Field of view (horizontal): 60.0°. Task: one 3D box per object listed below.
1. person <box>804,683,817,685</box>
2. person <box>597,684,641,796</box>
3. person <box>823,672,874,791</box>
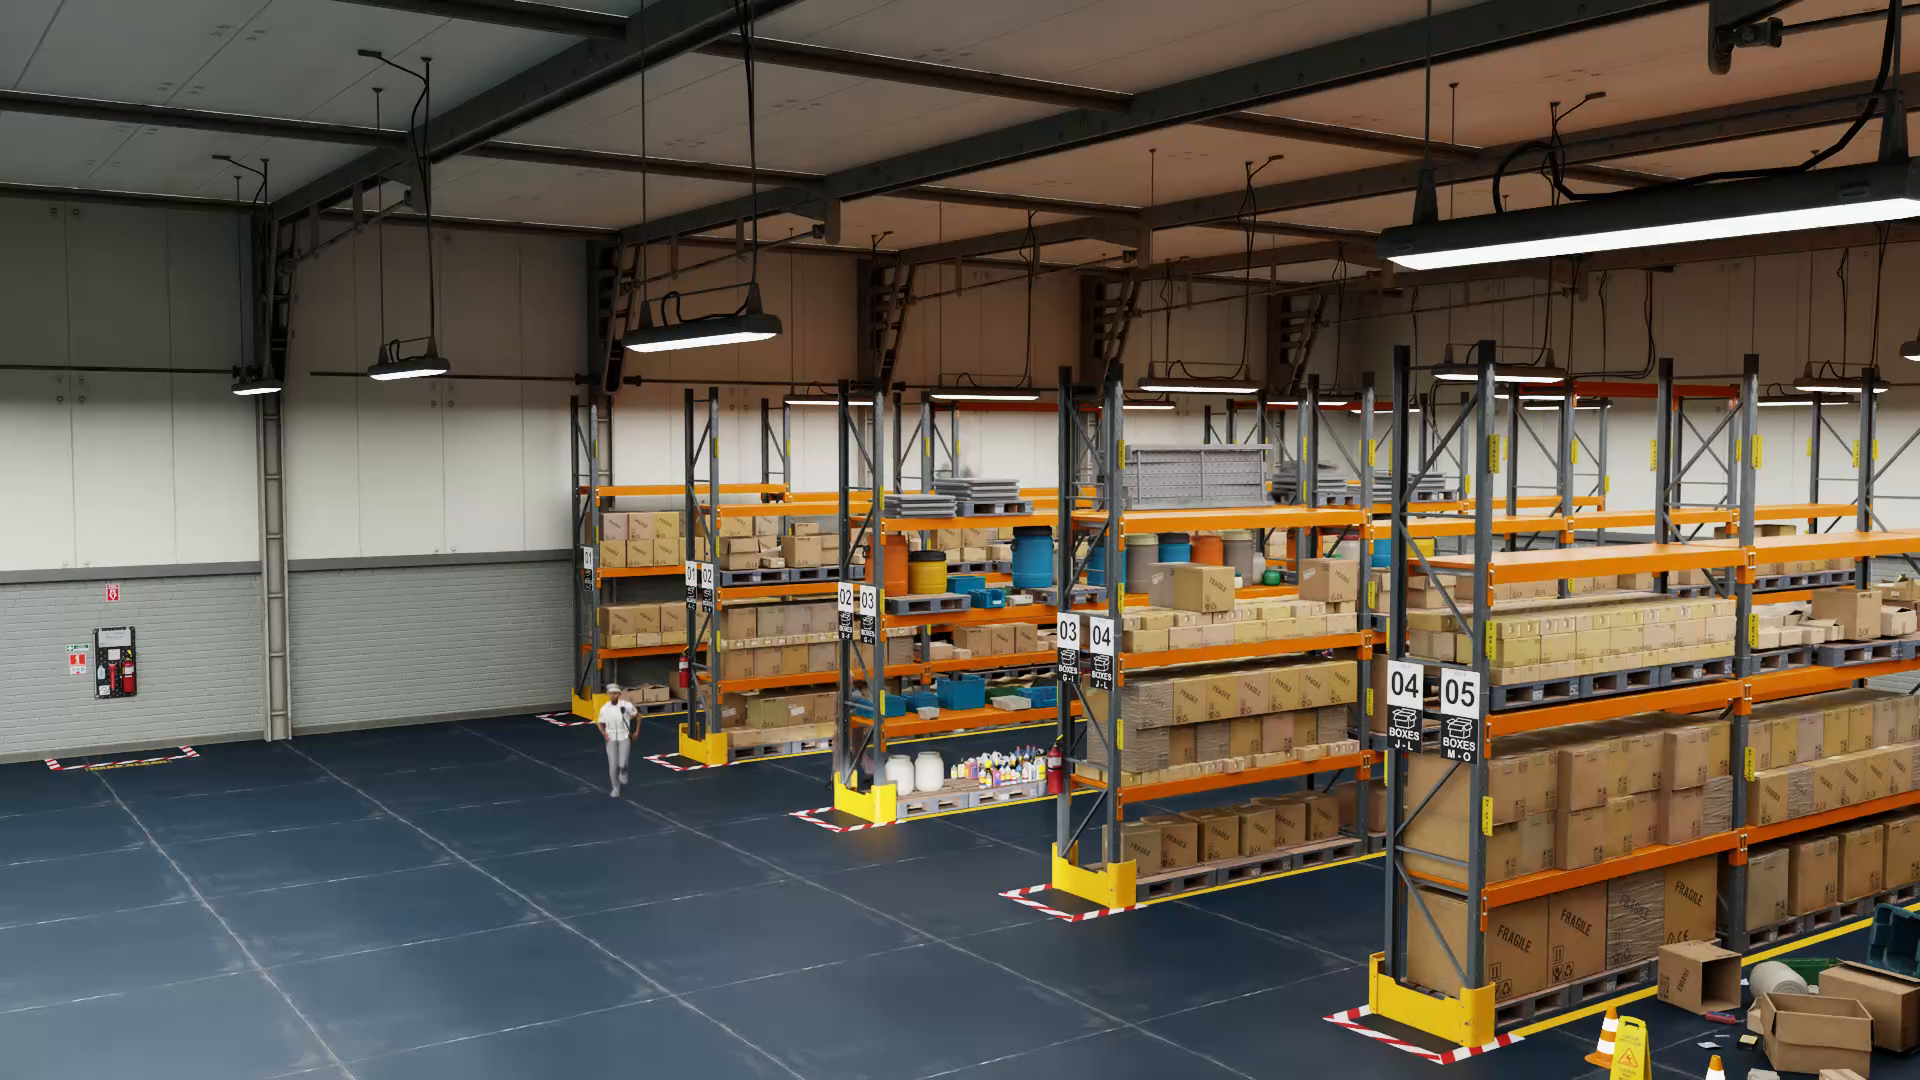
[{"bbox_3d":[-2.658,2.506,30.344,0.732,1.716,0.568,-3,4,-39],"label":"person"},{"bbox_3d":[-4.945,2.895,24.074,0.602,1.659,0.616,0,3,-5],"label":"person"},{"bbox_3d":[-1.613,2.814,24.673,0.879,1.739,0.653,-3,5,-43],"label":"person"}]
